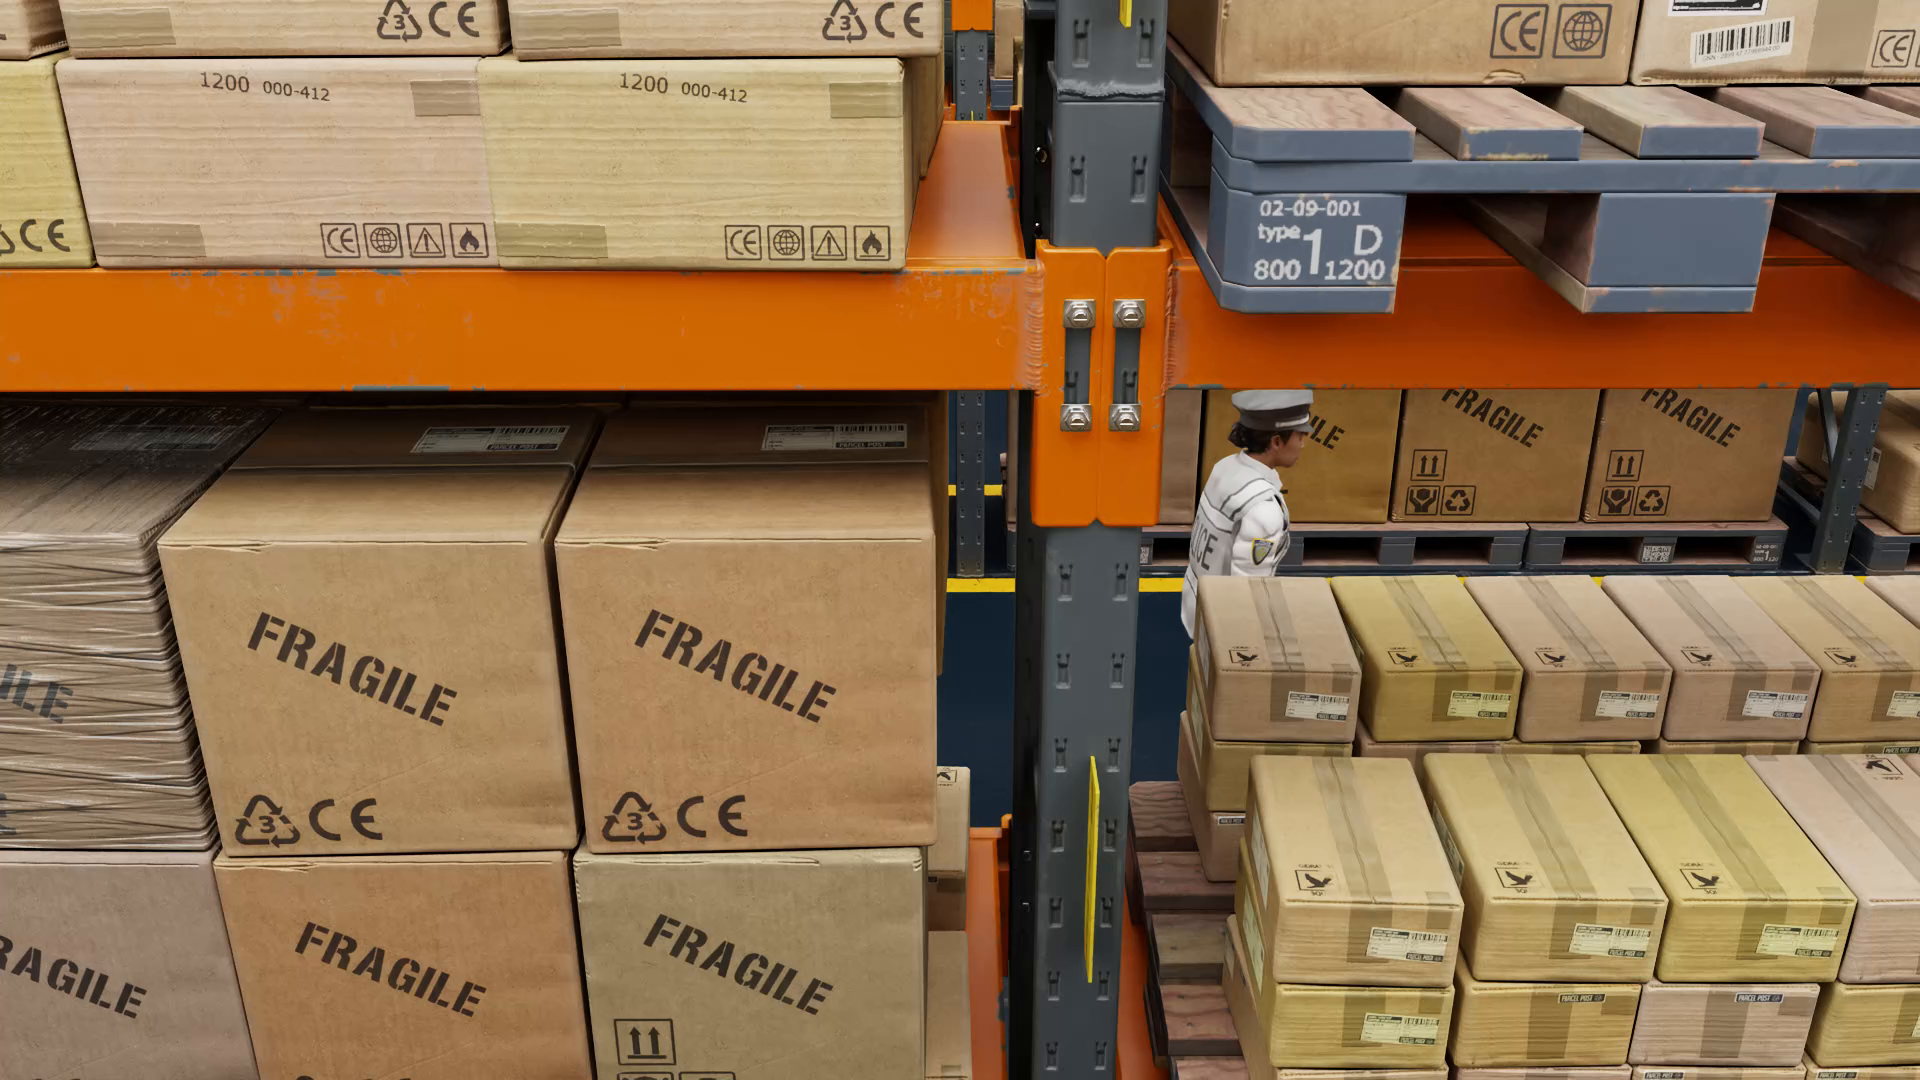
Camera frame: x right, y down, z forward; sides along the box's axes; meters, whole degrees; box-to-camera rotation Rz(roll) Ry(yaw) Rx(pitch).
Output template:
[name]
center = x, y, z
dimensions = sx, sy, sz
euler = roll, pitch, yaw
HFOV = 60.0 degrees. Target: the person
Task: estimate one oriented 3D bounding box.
[person]
center = 0.915, 0.302, 5.431
dimensions = 0.375, 1.662, 0.531
euler = -1, 24, -3
